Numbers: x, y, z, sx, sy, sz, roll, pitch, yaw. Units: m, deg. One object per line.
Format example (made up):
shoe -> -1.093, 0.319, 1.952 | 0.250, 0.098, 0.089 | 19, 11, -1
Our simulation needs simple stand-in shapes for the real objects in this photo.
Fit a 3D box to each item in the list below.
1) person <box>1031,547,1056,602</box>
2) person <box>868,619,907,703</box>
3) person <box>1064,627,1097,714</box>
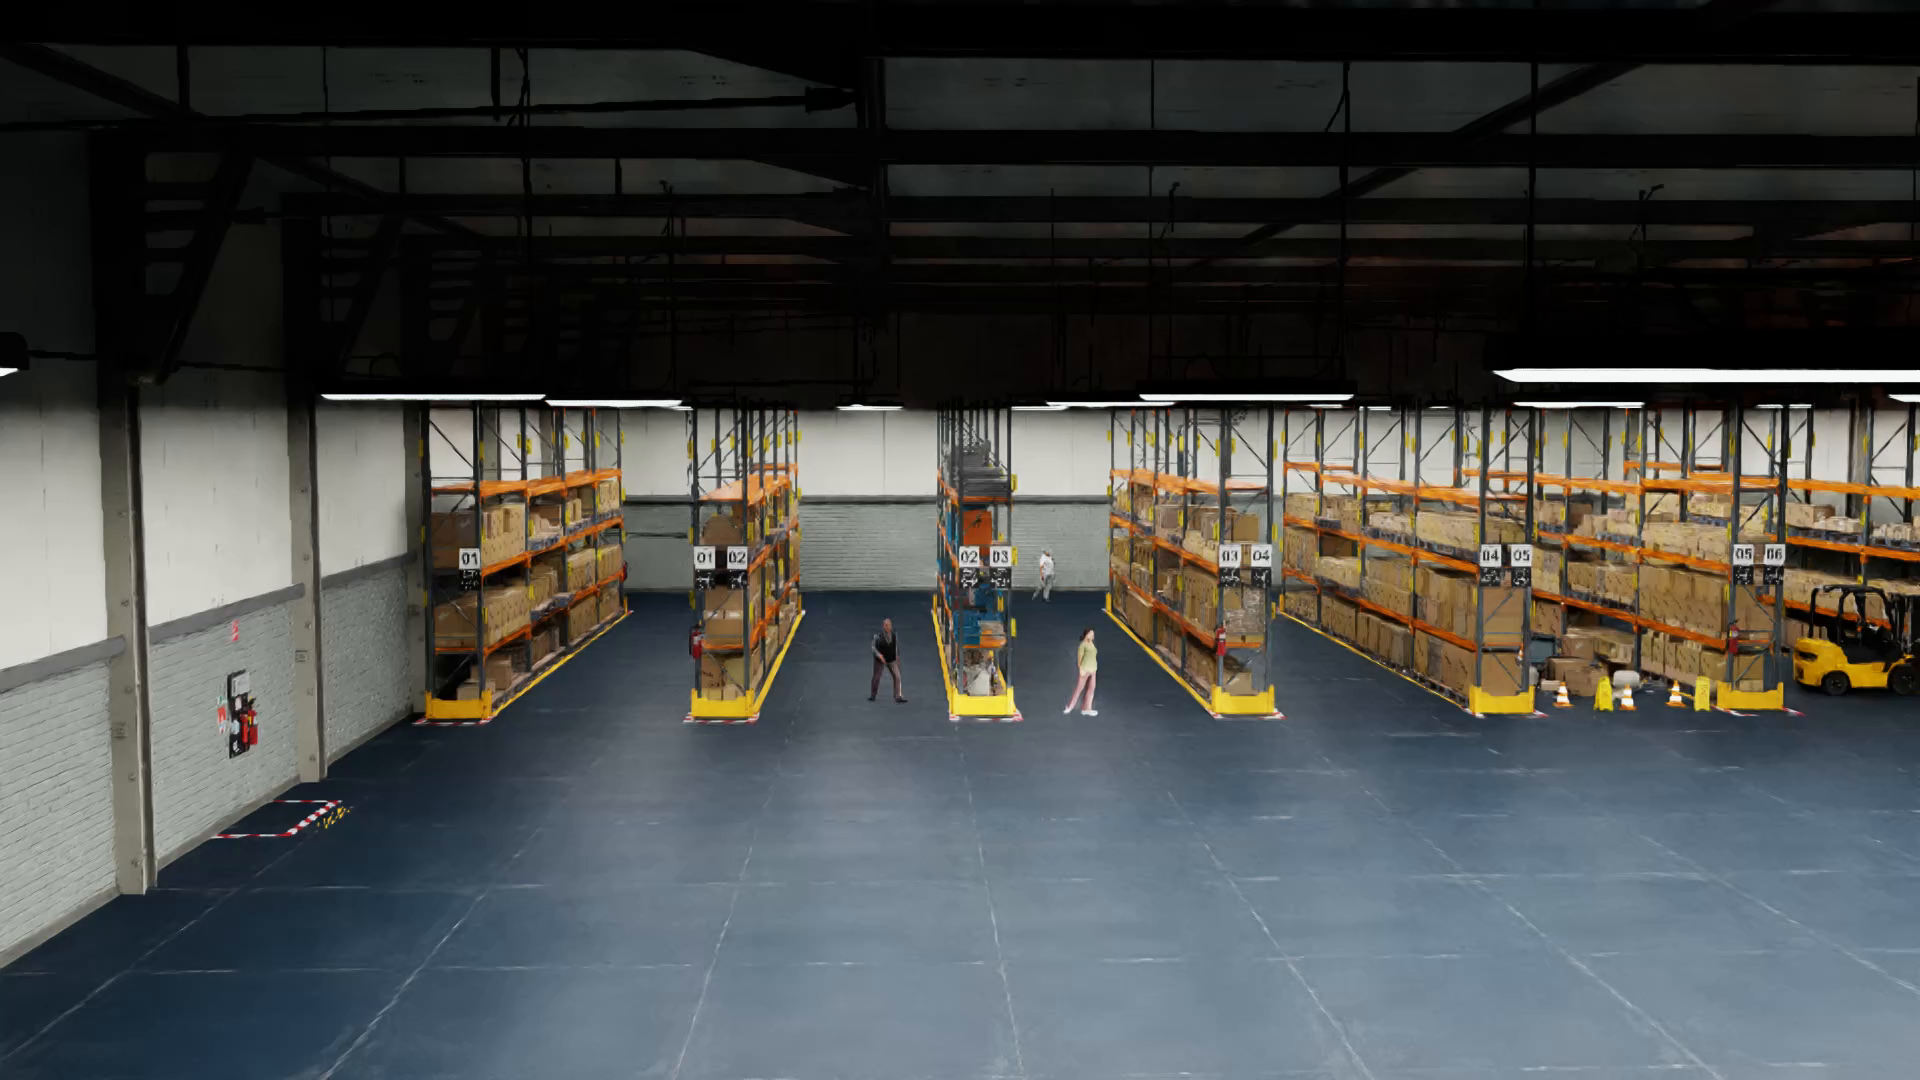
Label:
person -> 2.490, 1.038, 50.021 | 0.694, 1.656, 0.539 | -4, 6, -44
person -> -1.460, 2.363, 32.708 | 0.682, 1.661, 0.844 | -2, 5, -19
person -> 2.267, 2.474, 31.371 | 0.476, 1.664, 0.648 | 4, 6, 44
